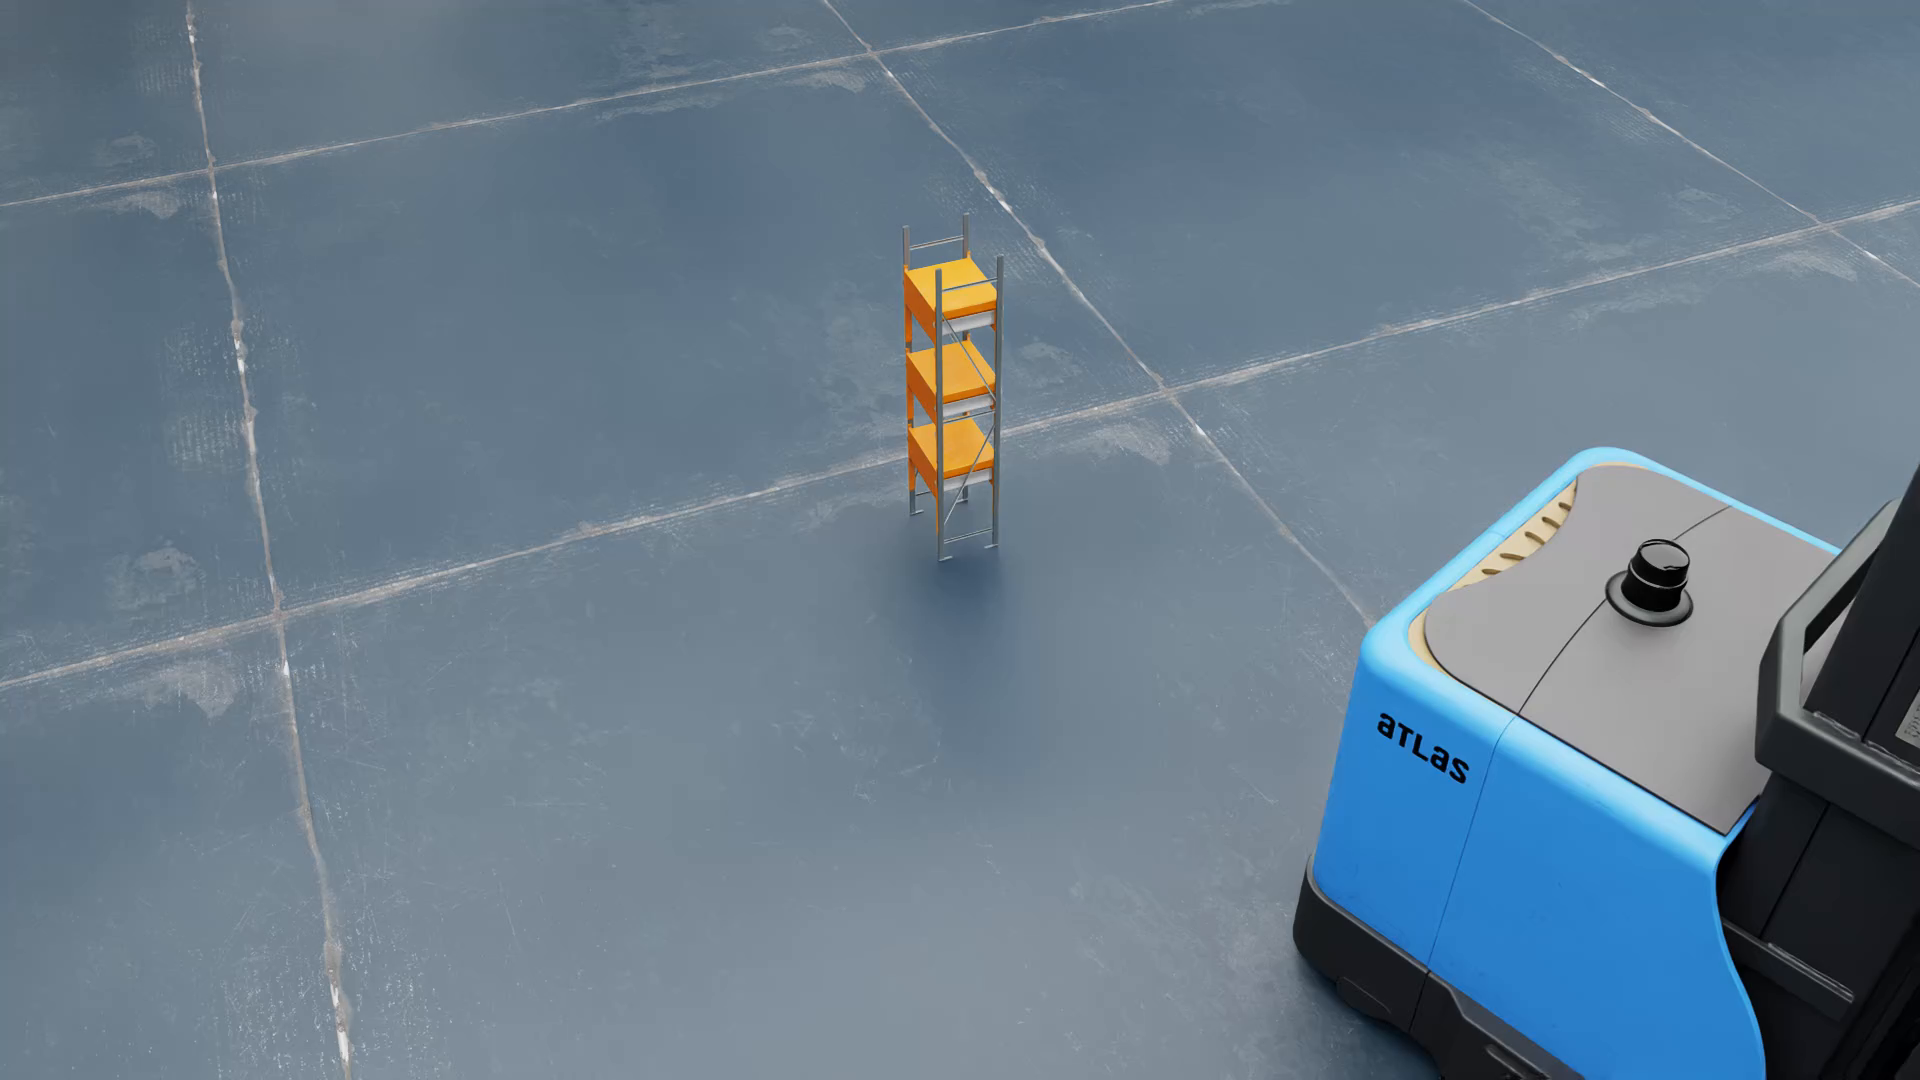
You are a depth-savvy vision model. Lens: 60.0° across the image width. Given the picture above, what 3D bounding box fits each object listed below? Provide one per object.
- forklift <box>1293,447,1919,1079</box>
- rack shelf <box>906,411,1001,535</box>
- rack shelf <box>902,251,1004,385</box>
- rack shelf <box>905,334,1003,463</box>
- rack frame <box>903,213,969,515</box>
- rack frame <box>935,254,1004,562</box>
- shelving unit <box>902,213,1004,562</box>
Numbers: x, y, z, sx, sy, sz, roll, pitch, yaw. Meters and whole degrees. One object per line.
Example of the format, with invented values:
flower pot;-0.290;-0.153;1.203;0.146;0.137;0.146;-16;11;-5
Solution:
forklift;2.202;0.363;2.580;1.130;2.935;3.031;-33;51;-32
rack shelf;-0.020;-0.212;5.133;0.215;0.259;0.240;-15;43;-17
rack shelf;-0.020;-0.637;4.767;0.215;0.259;0.240;-15;43;-17
rack shelf;-0.020;-0.422;4.952;0.215;0.259;0.240;-15;43;-17
rack frame;-0.067;-0.504;5.031;0.200;1.050;0.008;-15;43;-17
rack frame;0.026;-0.357;4.860;0.200;1.050;0.008;-15;43;-17
shelving unit;-0.020;-0.430;4.945;0.215;1.050;0.252;-15;43;-17
